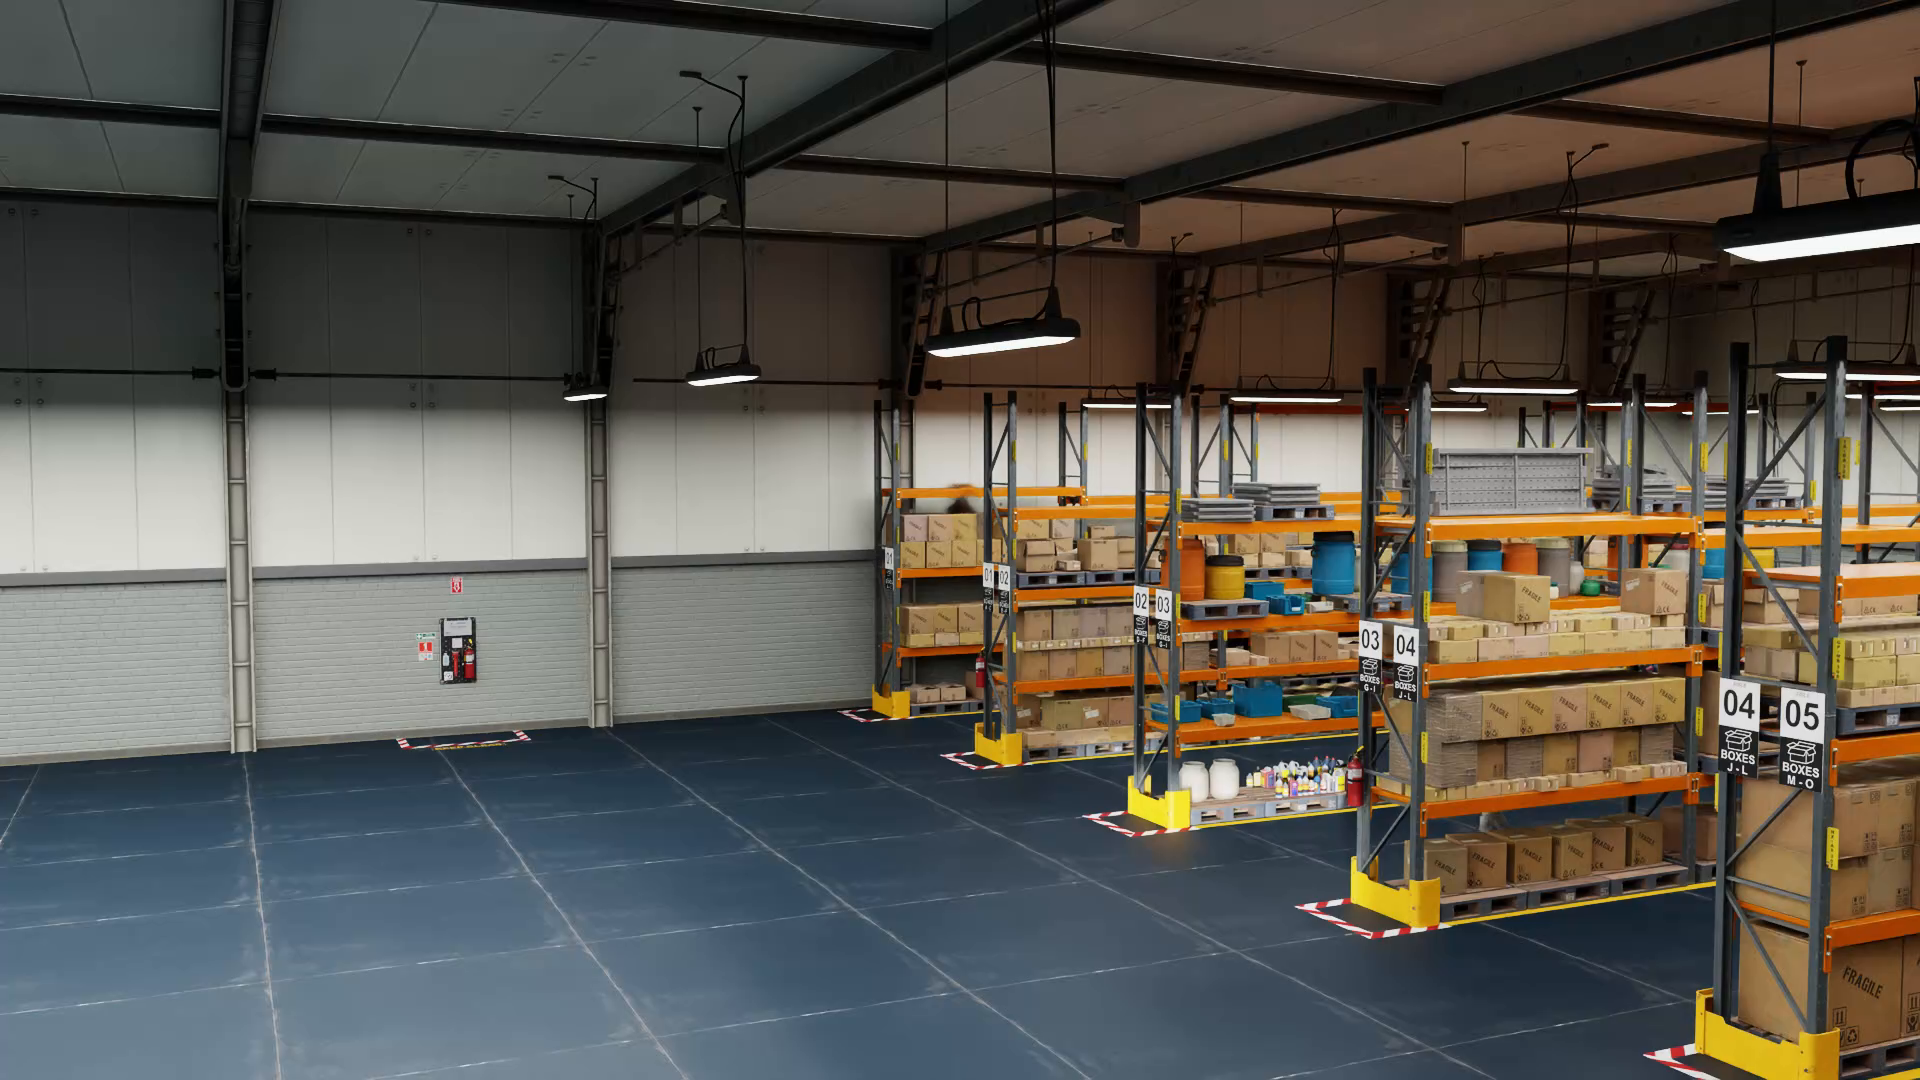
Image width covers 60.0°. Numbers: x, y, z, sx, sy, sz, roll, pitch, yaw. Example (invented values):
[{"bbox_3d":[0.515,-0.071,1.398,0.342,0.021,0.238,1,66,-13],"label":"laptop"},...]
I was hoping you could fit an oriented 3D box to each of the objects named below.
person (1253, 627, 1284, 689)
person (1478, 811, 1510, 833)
[{"bbox_3d":[5.966,2.440,32.143,1.003,1.747,0.641,-2,4,-25],"label":"person"},{"bbox_3d":[6.667,3.062,20.945,0.947,1.724,0.586,-1,4,-19],"label":"person"}]
